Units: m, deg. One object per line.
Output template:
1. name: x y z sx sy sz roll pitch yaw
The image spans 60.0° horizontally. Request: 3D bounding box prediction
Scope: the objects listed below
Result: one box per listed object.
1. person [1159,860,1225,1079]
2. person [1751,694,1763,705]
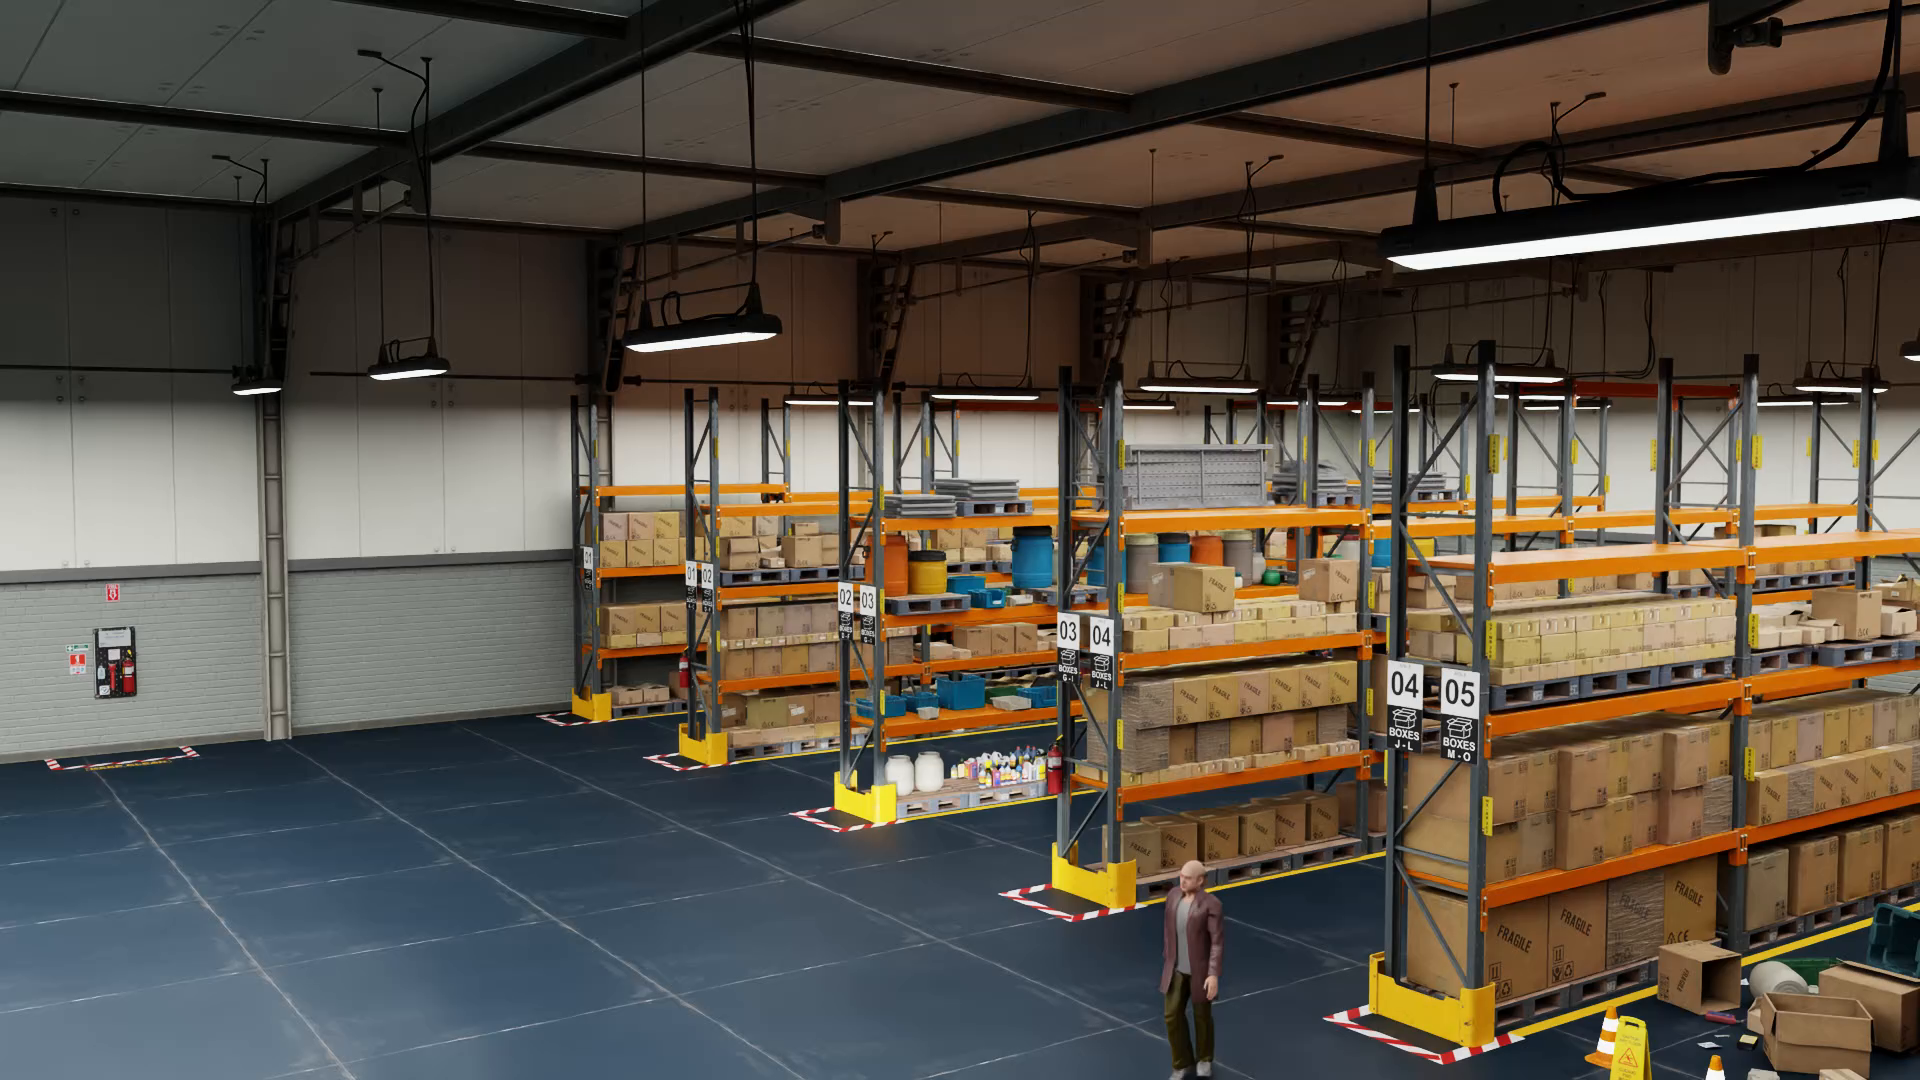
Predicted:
1. person: 1.893 3.500 13.418 0.650 1.865 0.573 2 4 36
2. person: 11.225 2.937 23.474 0.529 1.644 0.525 -2 4 -33
